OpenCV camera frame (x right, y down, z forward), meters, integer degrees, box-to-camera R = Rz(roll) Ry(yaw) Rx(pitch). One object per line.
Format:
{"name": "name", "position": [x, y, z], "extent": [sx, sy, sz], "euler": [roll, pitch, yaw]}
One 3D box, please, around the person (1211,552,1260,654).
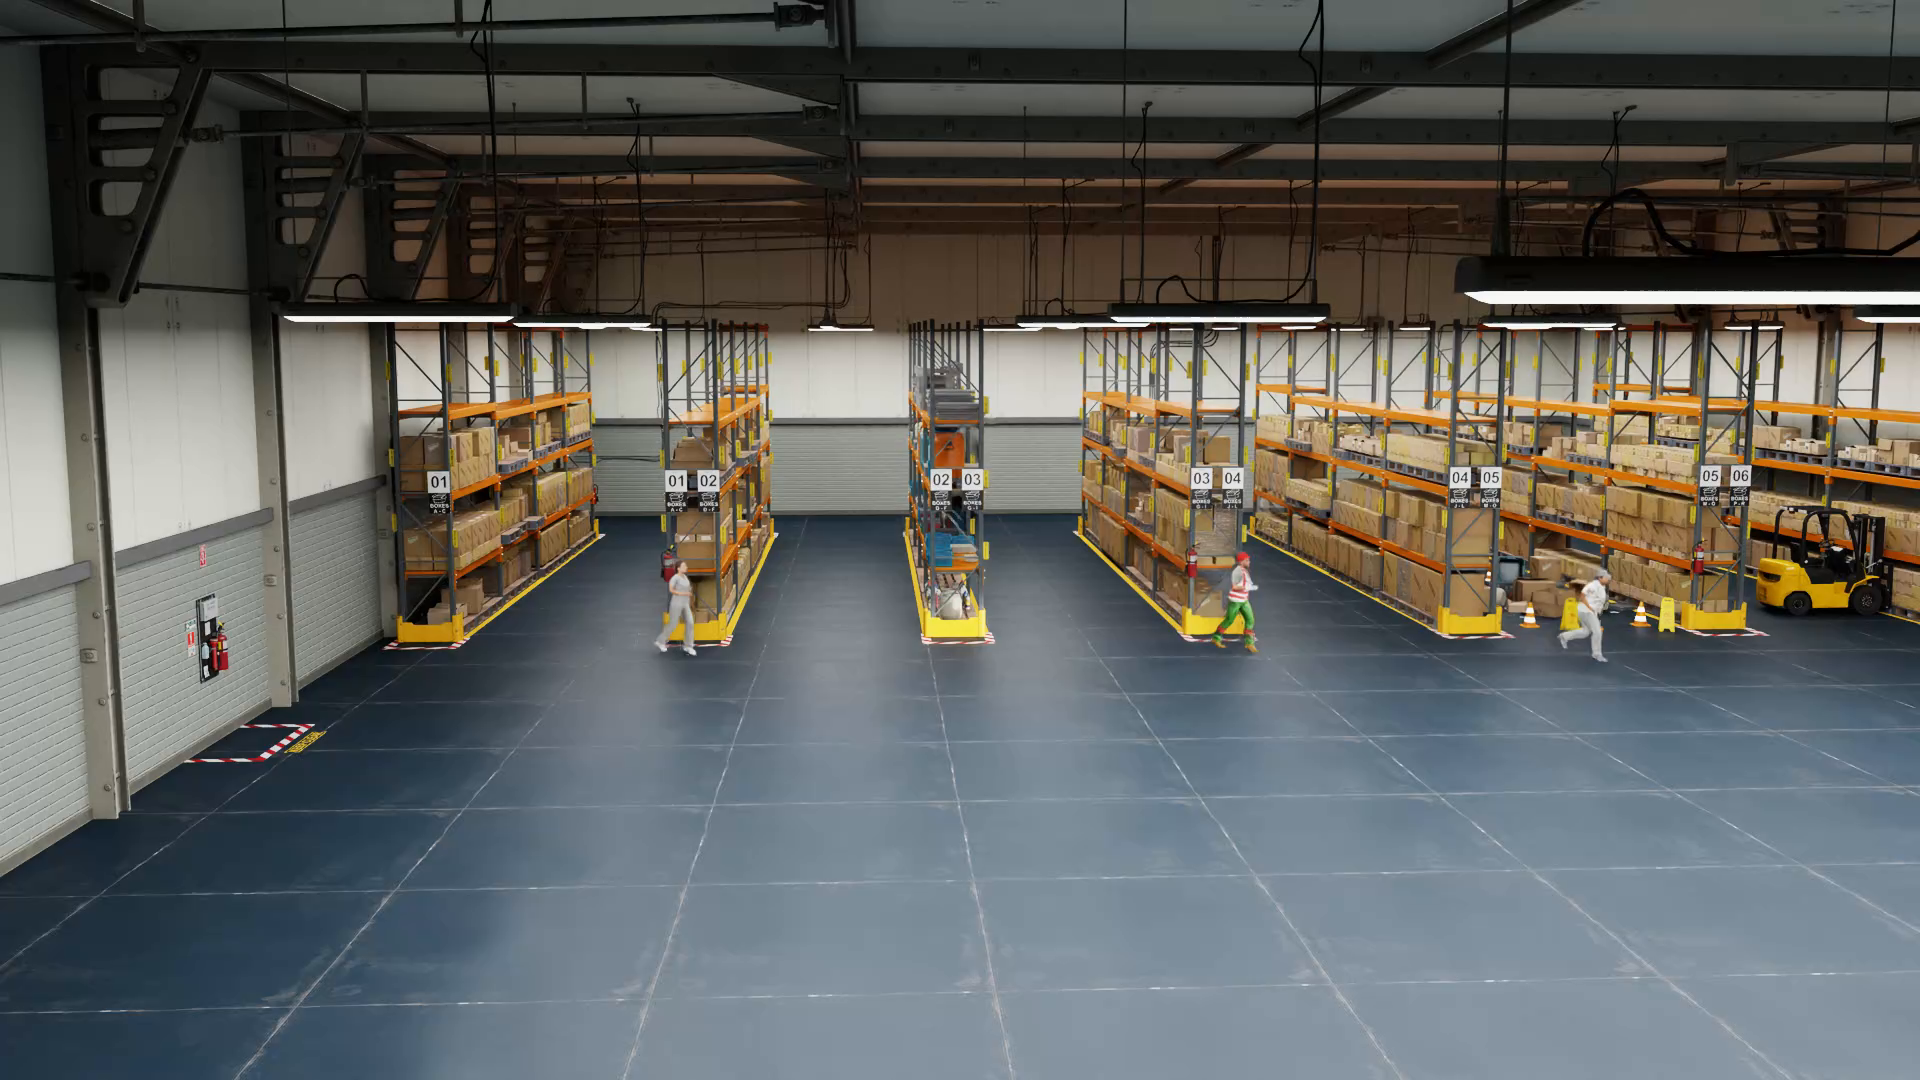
{"name": "person", "position": [5.010, 1.122, 30.058], "extent": [0.896, 1.821, 0.603], "euler": [5, 9, 36]}

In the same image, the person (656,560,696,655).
{"name": "person", "position": [-5.034, 1.192, 29.893], "extent": [0.896, 1.675, 0.599], "euler": [4, 8, 29]}

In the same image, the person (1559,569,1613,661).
{"name": "person", "position": [11.063, 1.320, 29.450], "extent": [0.912, 1.652, 0.613], "euler": [6, 10, 42]}

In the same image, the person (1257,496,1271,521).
{"name": "person", "position": [9.019, -1.232, 49.216], "extent": [0.730, 1.731, 0.689], "euler": [3, 8, 21]}
